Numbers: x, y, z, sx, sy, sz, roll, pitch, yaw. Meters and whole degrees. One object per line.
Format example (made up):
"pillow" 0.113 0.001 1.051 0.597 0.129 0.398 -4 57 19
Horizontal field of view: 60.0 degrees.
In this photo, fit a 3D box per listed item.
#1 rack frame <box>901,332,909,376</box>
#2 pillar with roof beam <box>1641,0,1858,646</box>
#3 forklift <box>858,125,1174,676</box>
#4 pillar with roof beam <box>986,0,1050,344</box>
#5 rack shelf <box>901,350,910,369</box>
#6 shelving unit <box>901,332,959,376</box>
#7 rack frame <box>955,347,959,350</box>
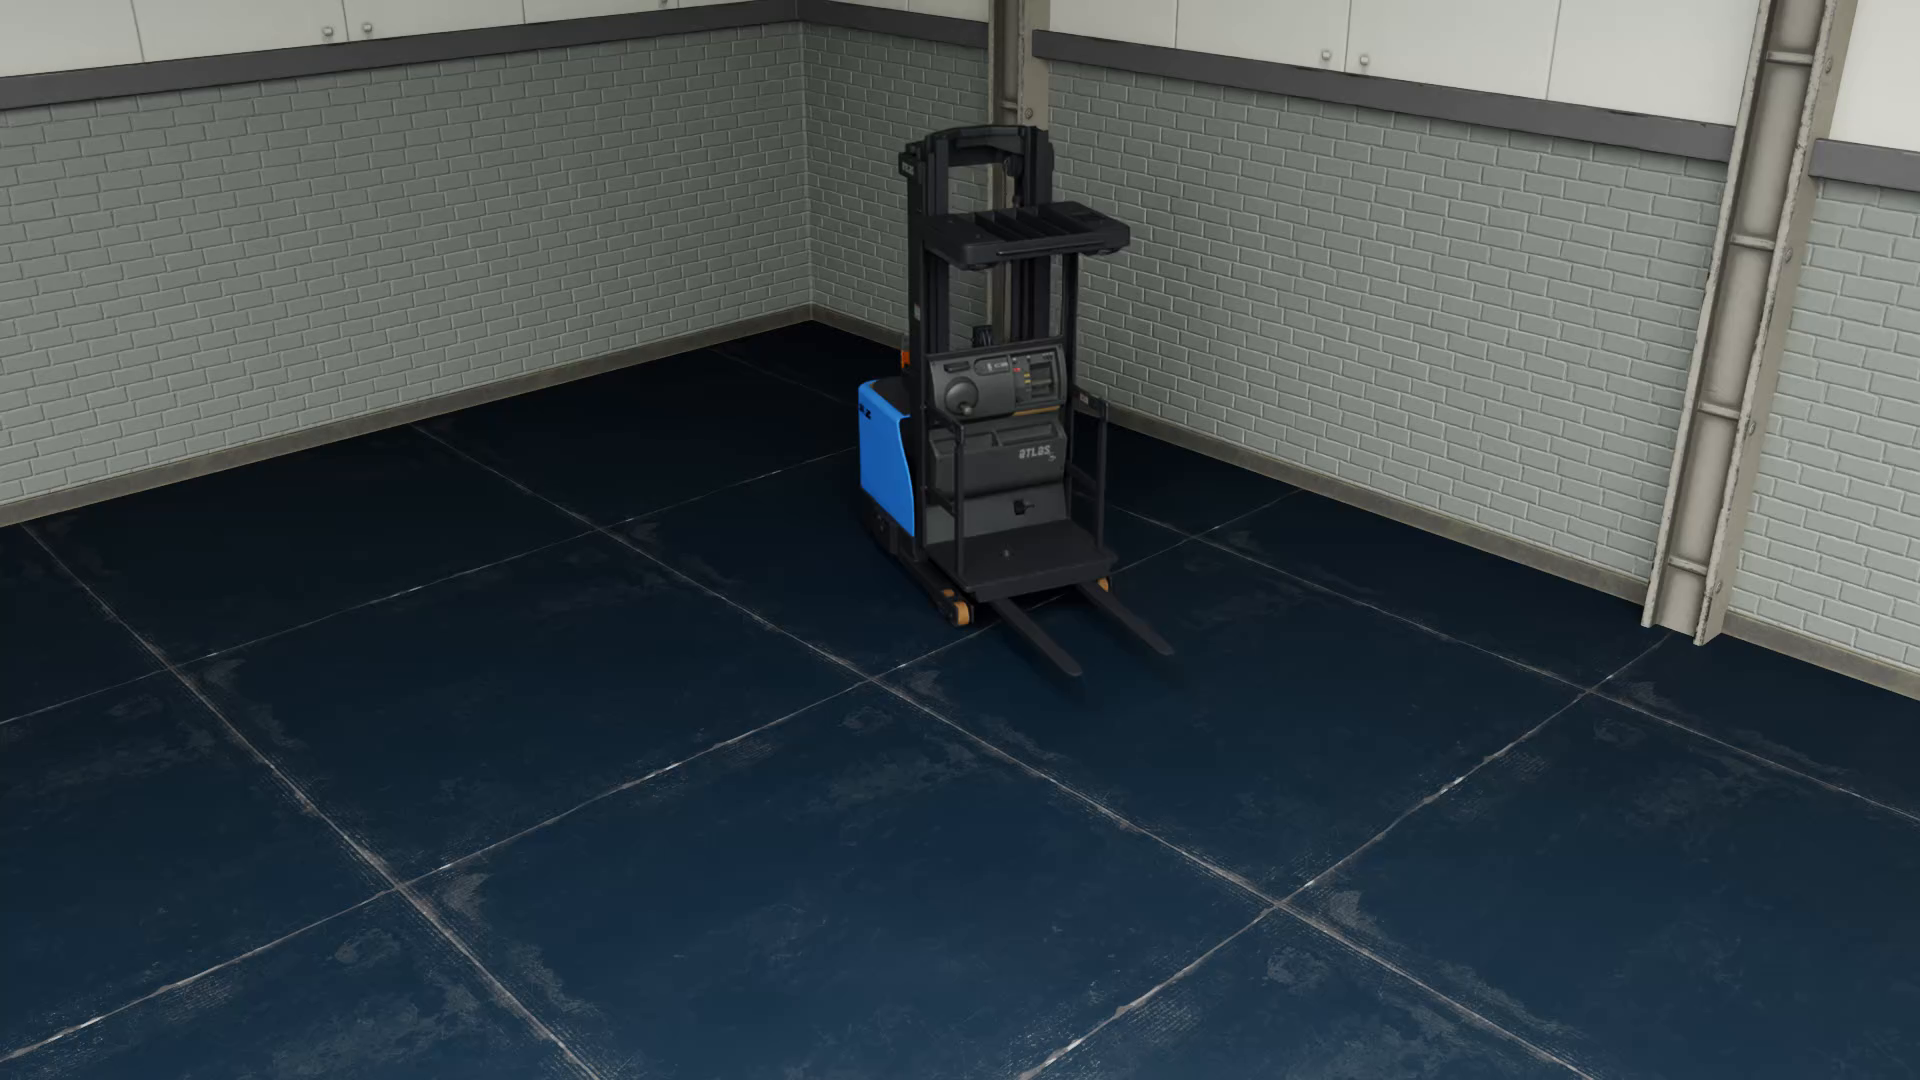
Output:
"rack frame" -0.322 -0.995 12.485 0.240 1.200 0.015 -11 27 -22
"pillar with roof beam" 1.428 -2.318 5.989 9.100 9.000 0.400 -21 32 -38
"forklift" 0.337 -0.984 10.376 1.130 2.935 3.031 -11 27 -22
"pillar with roof beam" -2.673 -4.136 9.973 9.100 9.000 0.400 -21 32 -38
"rack shelf" -0.222 -1.260 12.119 0.258 0.148 0.480 -11 27 -22
"shelving unit" -0.222 -0.902 12.282 0.258 1.200 0.503 -11 27 -22
"rack frame" -0.123 -0.810 12.079 0.240 1.200 0.015 -11 27 -22
